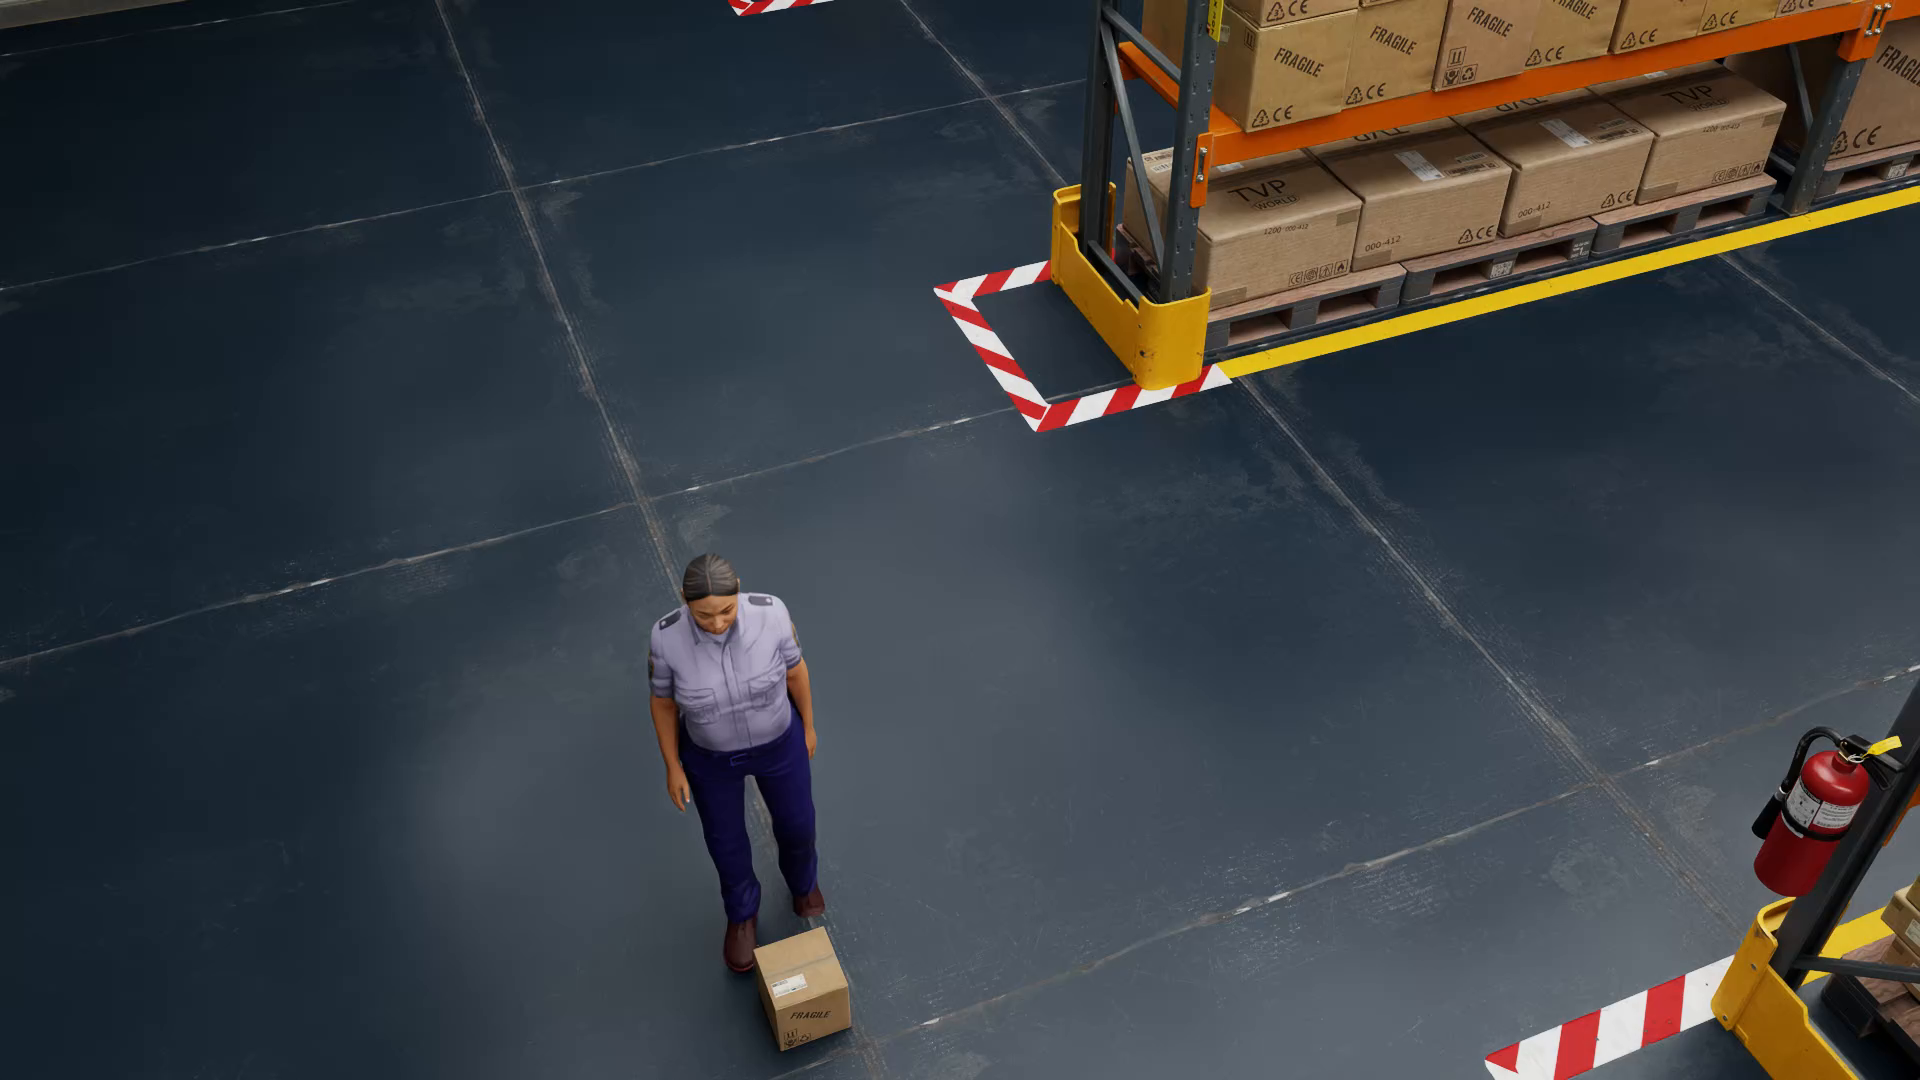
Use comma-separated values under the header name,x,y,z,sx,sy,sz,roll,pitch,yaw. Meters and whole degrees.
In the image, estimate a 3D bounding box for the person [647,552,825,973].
name,x,y,z,sx,sy,sz,roll,pitch,yaw
person,-0.704,0.749,5.380,0.513,1.738,0.472,-8,43,-9
